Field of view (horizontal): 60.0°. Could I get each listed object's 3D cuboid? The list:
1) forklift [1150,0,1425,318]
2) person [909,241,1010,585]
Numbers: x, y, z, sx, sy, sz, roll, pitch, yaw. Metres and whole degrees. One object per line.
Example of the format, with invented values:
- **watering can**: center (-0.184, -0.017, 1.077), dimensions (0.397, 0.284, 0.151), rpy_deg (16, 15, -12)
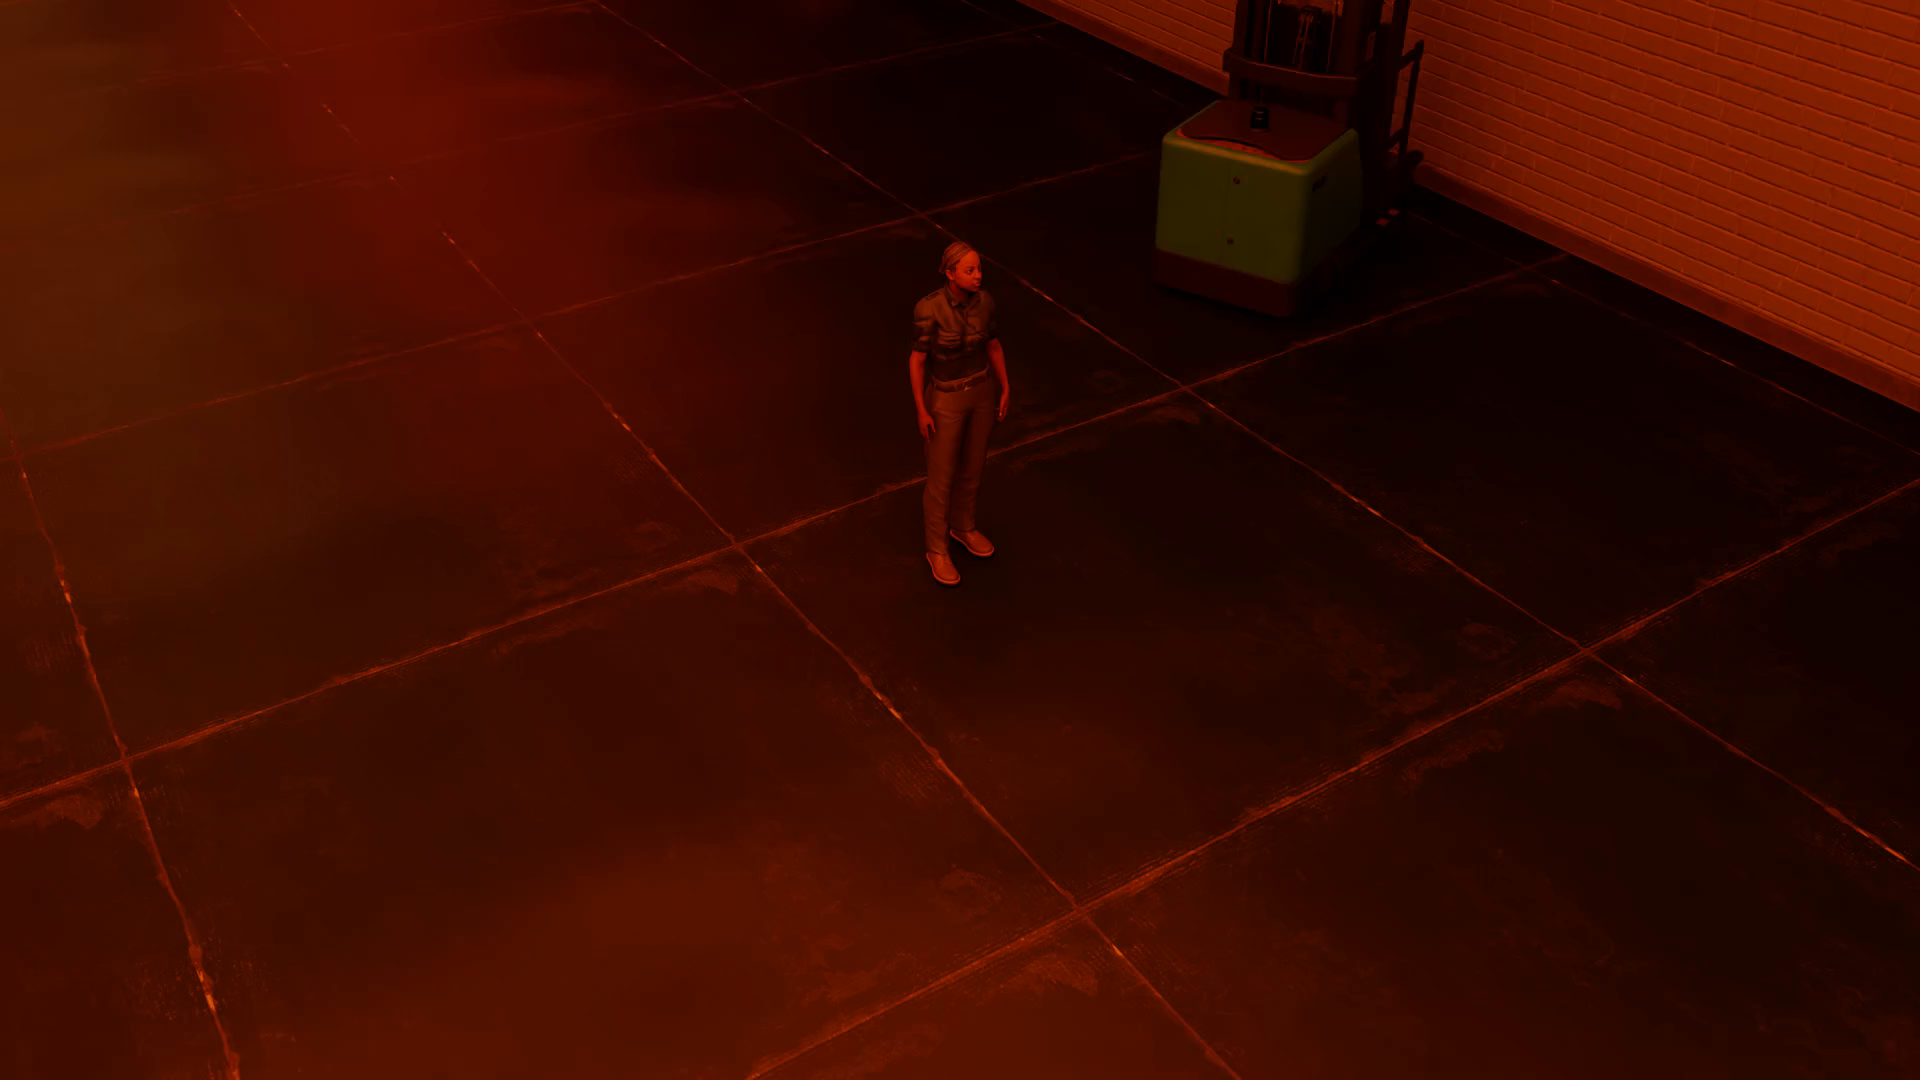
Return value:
- **forklift**: center (2.495, -3.423, 11.019), dimensions (1.130, 2.935, 3.031), rpy_deg (21, 40, 27)
- **person**: center (0.032, -0.634, 8.148), dimensions (0.570, 1.656, 0.503), rpy_deg (-21, 40, -27)
